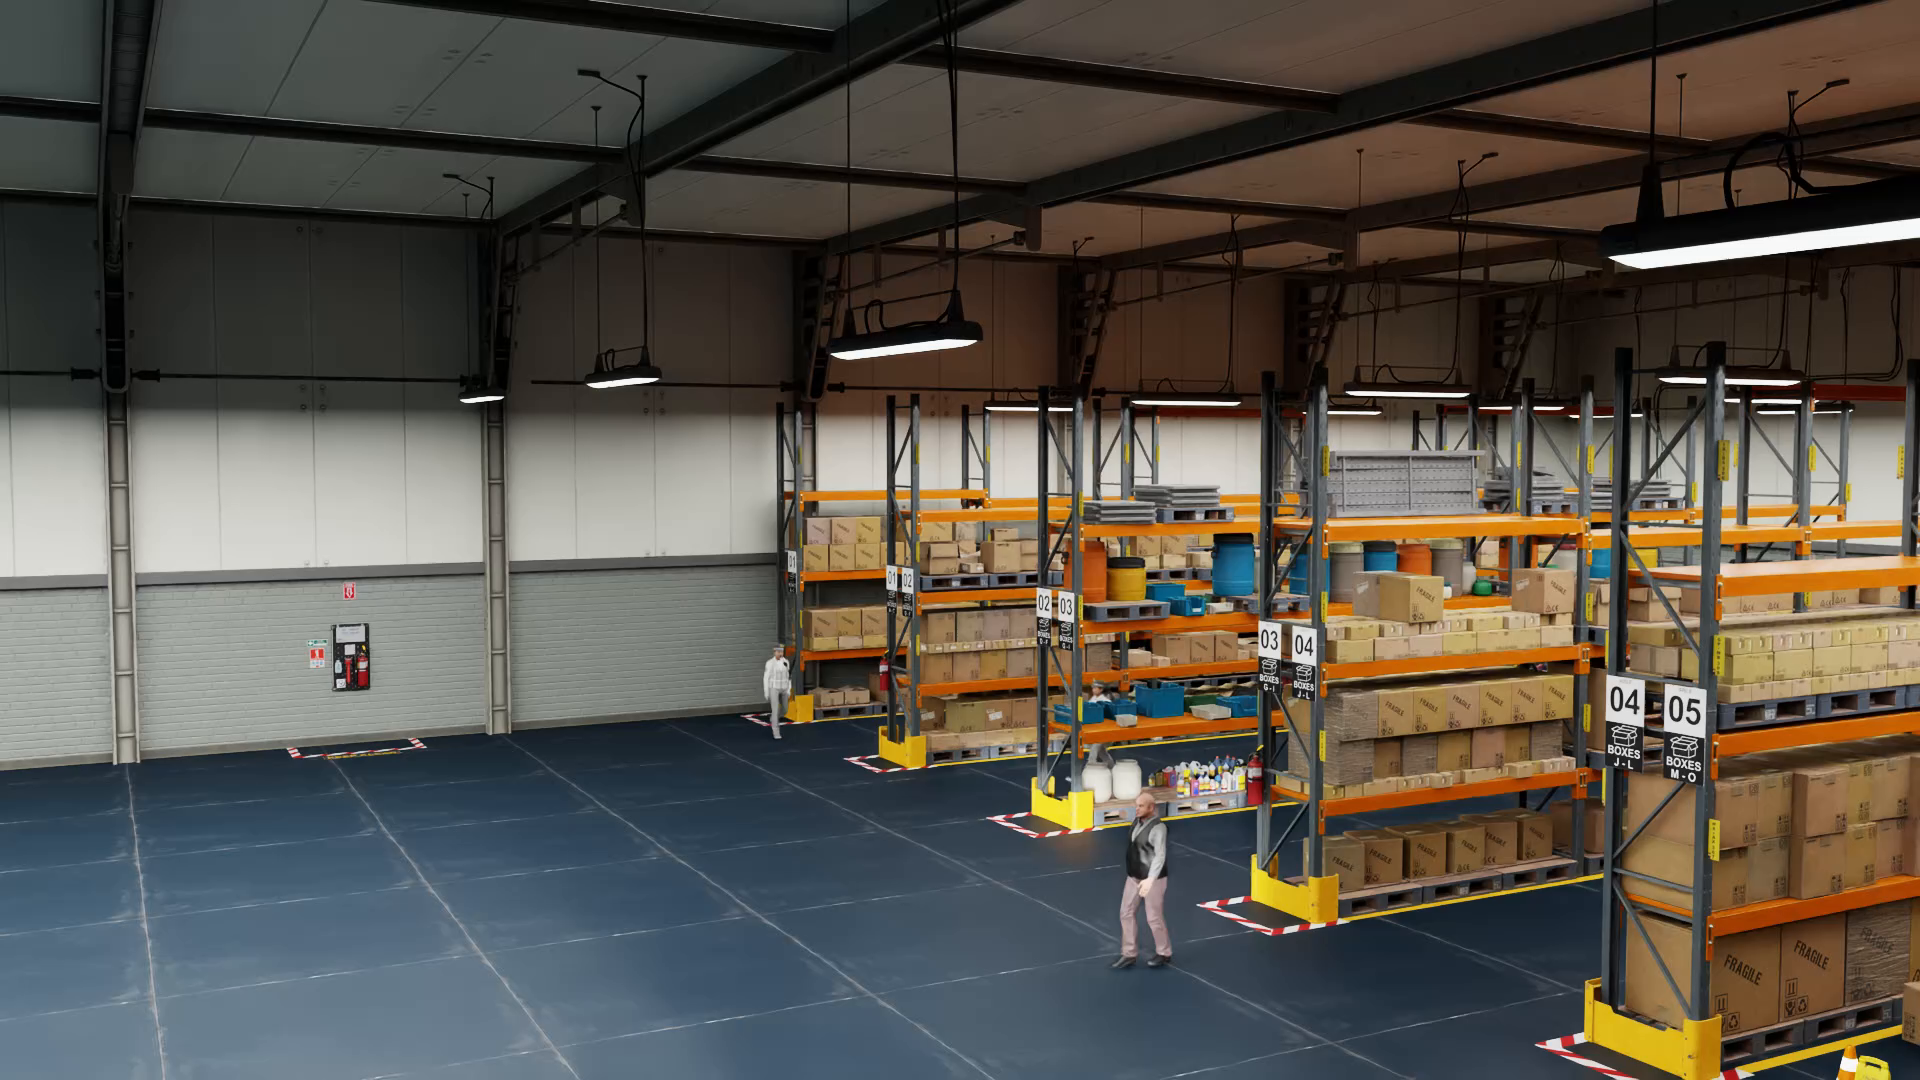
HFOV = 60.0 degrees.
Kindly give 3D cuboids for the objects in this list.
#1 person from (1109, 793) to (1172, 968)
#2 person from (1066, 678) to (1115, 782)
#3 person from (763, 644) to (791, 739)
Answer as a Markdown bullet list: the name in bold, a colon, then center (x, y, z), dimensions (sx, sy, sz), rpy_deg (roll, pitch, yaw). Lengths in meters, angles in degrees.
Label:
- **person**: center (1.817, 3.379, 16.474), dimensions (0.615, 1.752, 0.581), rpy_deg (-2, 4, -31)
- **person**: center (1.999, 2.904, 25.206), dimensions (1.041, 1.627, 0.498), rpy_deg (-1, 4, -23)
- **person**: center (-3.251, 2.655, 29.570), dimensions (0.506, 1.652, 0.820), rpy_deg (-2, 4, -32)
